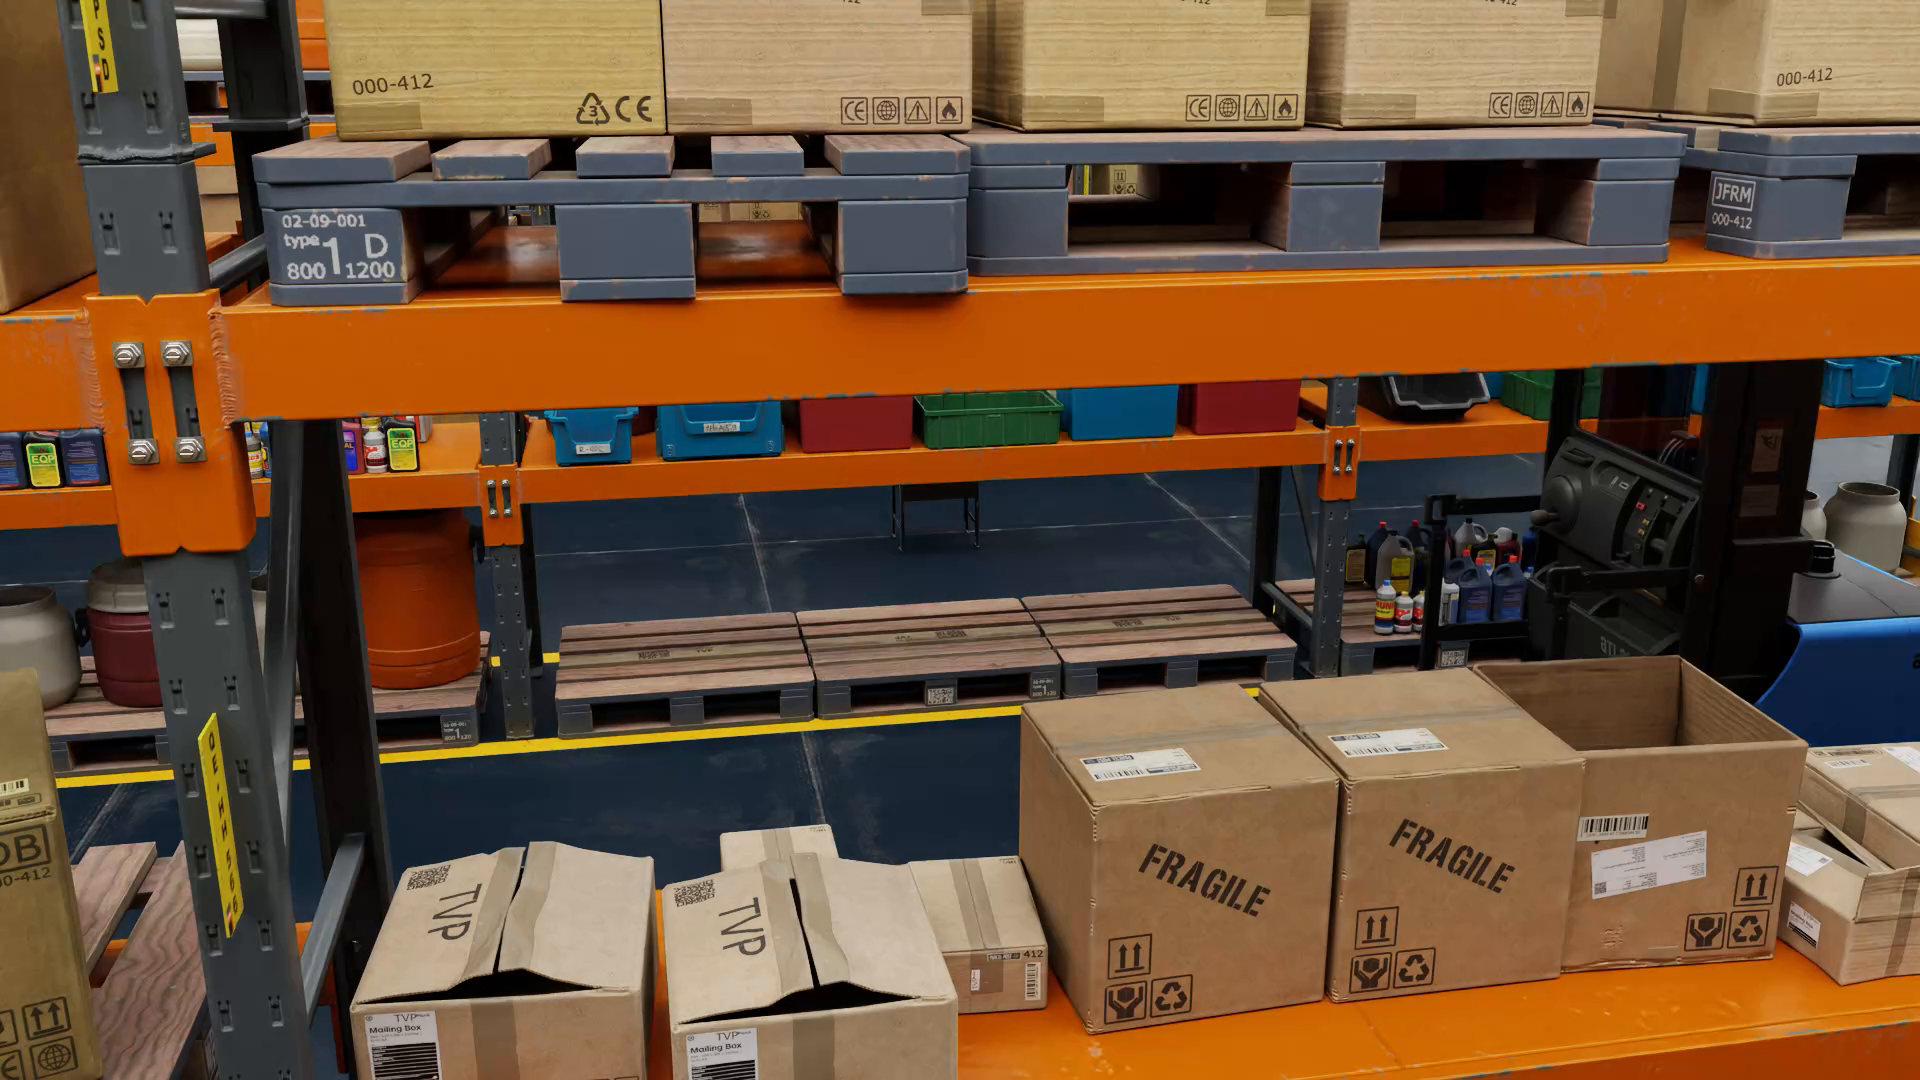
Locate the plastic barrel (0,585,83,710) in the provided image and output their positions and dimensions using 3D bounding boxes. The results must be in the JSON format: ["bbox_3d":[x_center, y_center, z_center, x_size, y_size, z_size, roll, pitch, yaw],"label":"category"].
[{"bbox_3d":[-4.272,0.498,7.604,0.421,0.512,0.421,0,17,0],"label":"plastic barrel"}]

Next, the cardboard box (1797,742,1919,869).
[{"bbox_3d":[2.240,0.674,3.763,0.500,0.250,0.500,-2,17,-7],"label":"cardboard box"}]

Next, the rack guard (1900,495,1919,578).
[{"bbox_3d":[5.640,0.124,9.556,0.348,0.500,1.175,-3,17,-10],"label":"rack guard"}]

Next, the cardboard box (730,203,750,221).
[{"bbox_3d":[-2.444,-3.558,17.117,0.500,0.500,0.500,-3,17,-10],"label":"cardboard box"}]

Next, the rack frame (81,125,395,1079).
[{"bbox_3d":[-1.213,0.785,3.146,0.127,3.000,1.000,-3,17,-10],"label":"rack frame"}]

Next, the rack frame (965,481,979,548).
[{"bbox_3d":[0.077,-1.008,10.518,0.015,2.100,0.400,-3,17,-10],"label":"rack frame"}]

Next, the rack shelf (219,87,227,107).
[{"bbox_3d":[-5.052,-3.049,11.747,4.000,0.370,1.077,-3,17,-10],"label":"rack shelf"}]

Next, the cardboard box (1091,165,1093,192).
[{"bbox_3d":[1.229,-3.066,13.305,0.500,0.500,0.500,-3,17,-10],"label":"cardboard box"}]

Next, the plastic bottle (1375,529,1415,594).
[{"bbox_3d":[2.384,0.113,9.097,0.185,0.351,0.144,-3,17,-10],"label":"plastic bottle"}]

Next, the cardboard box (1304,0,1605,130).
[{"bbox_3d":[0.826,-0.912,3.102,0.500,0.250,0.500,-5,18,-15],"label":"cardboard box"}]

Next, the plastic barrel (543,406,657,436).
[{"bbox_3d":[-1.751,-0.821,8.144,0.708,0.536,0.600,-3,17,-10],"label":"plastic barrel"}]

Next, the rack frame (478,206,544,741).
[{"bbox_3d":[-2.149,-0.643,7.796,0.127,3.000,1.000,-3,17,-10],"label":"rack frame"}]

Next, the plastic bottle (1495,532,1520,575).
[{"bbox_3d":[3.043,0.098,9.262,0.133,0.283,0.061,-3,17,-10],"label":"plastic bottle"}]

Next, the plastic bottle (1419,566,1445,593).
[{"bbox_3d":[2.466,0.275,8.686,0.133,0.283,0.061,-3,17,-10],"label":"plastic bottle"}]

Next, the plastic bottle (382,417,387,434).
[{"bbox_3d":[-2.754,-0.652,8.044,0.097,0.271,0.097,0,17,0],"label":"plastic bottle"}]

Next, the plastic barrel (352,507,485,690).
[{"bbox_3d":[-2.626,0.226,7.948,0.708,0.830,0.600,-3,17,-10],"label":"plastic barrel"}]

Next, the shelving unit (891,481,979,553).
[{"bbox_3d":[-0.163,-0.995,10.473,0.503,2.100,0.431,-3,17,-10],"label":"shelving unit"}]

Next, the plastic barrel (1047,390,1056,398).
[{"bbox_3d":[0.450,-0.770,8.445,0.301,0.262,0.301,0,17,0],"label":"plastic barrel"}]

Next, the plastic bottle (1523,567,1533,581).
[{"bbox_3d":[2.973,0.273,8.710,0.097,0.271,0.097,0,17,0],"label":"plastic bottle"}]

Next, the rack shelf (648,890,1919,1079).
[{"bbox_3d":[0.751,1.018,3.614,4.000,0.370,1.077,-3,17,-10],"label":"rack shelf"}]

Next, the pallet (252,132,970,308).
[{"bbox_3d":[-0.563,-0.622,2.940,1.003,0.211,1.213,-2,17,-8],"label":"pallet"}]

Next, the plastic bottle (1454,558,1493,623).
[{"bbox_3d":[2.650,0.265,8.602,0.185,0.351,0.144,-3,17,-9],"label":"plastic bottle"}]

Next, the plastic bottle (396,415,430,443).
[{"bbox_3d":[-2.606,-0.609,7.896,0.135,0.276,0.152,-3,17,-10],"label":"plastic bottle"}]

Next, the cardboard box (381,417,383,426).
[{"bbox_3d":[-4.646,-1.176,12.435,0.875,0.875,1.225,-3,17,-10],"label":"cardboard box"}]

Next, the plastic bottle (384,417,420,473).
[{"bbox_3d":[-2.465,-0.442,7.339,0.133,0.283,0.061,-3,17,-10],"label":"plastic bottle"}]

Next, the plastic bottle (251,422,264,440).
[{"bbox_3d":[-3.339,-0.585,7.946,0.097,0.201,0.097,0,17,0],"label":"plastic bottle"}]

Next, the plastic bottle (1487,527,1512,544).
[{"bbox_3d":[3.022,0.071,9.363,0.135,0.276,0.152,-3,17,-9],"label":"plastic bottle"}]

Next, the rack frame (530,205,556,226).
[{"bbox_3d":[-3.088,-2.071,12.444,0.127,3.000,1.000,-3,17,-10],"label":"rack frame"}]

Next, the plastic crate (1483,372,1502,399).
[{"bbox_3d":[2.814,-0.934,8.998,0.616,0.251,0.499,-3,17,-10],"label":"plastic crate"}]

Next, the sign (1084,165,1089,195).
[{"bbox_3d":[0.948,-2.687,12.480,0.005,0.325,0.100,-3,17,-10],"label":"sign"}]

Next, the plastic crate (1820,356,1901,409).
[{"bbox_3d":[4.633,-0.869,8.784,0.408,0.251,0.499,-3,17,-10],"label":"plastic crate"}]

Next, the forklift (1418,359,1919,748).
[{"bbox_3d":[2.312,-0.160,6.342,3.031,2.935,1.130,-3,17,-9],"label":"forklift"}]

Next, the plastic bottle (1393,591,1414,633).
[{"bbox_3d":[2.274,0.365,8.532,0.097,0.201,0.097,0,17,0],"label":"plastic bottle"}]

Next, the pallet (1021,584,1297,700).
[{"bbox_3d":[1.015,0.522,8.752,1.213,0.211,1.003,-3,17,-10],"label":"pallet"}]

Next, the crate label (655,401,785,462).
[{"bbox_3d":[-1.122,-0.637,7.717,0.616,0.435,0.502,-3,17,-10],"label":"crate label"}]

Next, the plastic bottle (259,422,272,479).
[{"bbox_3d":[-2.999,-0.411,7.260,0.097,0.271,0.097,0,17,0],"label":"plastic bottle"}]

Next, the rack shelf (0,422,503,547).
[{"bbox_3d":[-4.112,-0.188,7.539,4.000,0.370,1.077,-3,17,-10],"label":"rack shelf"}]

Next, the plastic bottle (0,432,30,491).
[{"bbox_3d":[-4.064,-0.395,7.074,0.185,0.351,0.144,-3,17,-10],"label":"plastic bottle"}]

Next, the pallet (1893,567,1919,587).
[{"bbox_3d":[4.842,0.306,9.456,1.213,0.211,1.003,-3,17,-10],"label":"pallet"}]

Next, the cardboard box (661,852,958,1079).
[{"bbox_3d":[-0.298,0.834,3.140,0.500,0.311,0.500,-3,17,-11],"label":"cardboard box"}]

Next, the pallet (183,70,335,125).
[{"bbox_3d":[-2.918,-1.972,7.336,1.213,0.211,1.003,-3,17,-10],"label":"pallet"}]

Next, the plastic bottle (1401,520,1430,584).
[{"bbox_3d":[2.545,0.061,9.268,0.185,0.351,0.144,-4,18,-13],"label":"plastic bottle"}]

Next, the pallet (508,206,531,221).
[{"bbox_3d":[-4.609,-3.344,16.917,1.003,0.211,1.213,-3,17,-10],"label":"pallet"}]

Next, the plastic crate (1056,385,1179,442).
[{"bbox_3d":[0.755,-0.707,8.031,0.575,0.384,0.392,-3,17,-10],"label":"plastic crate"}]

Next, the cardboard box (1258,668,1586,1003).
[{"bbox_3d":[0.949,0.610,3.546,0.500,0.500,0.500,-3,17,-10],"label":"cardboard box"}]

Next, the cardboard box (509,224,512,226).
[{"bbox_3d":[-3.526,-2.019,12.108,0.500,0.500,0.500,-3,17,-9],"label":"cardboard box"}]

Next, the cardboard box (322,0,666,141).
[{"bbox_3d":[-0.778,-0.819,2.801,0.500,0.250,0.500,-5,18,-15],"label":"cardboard box"}]
